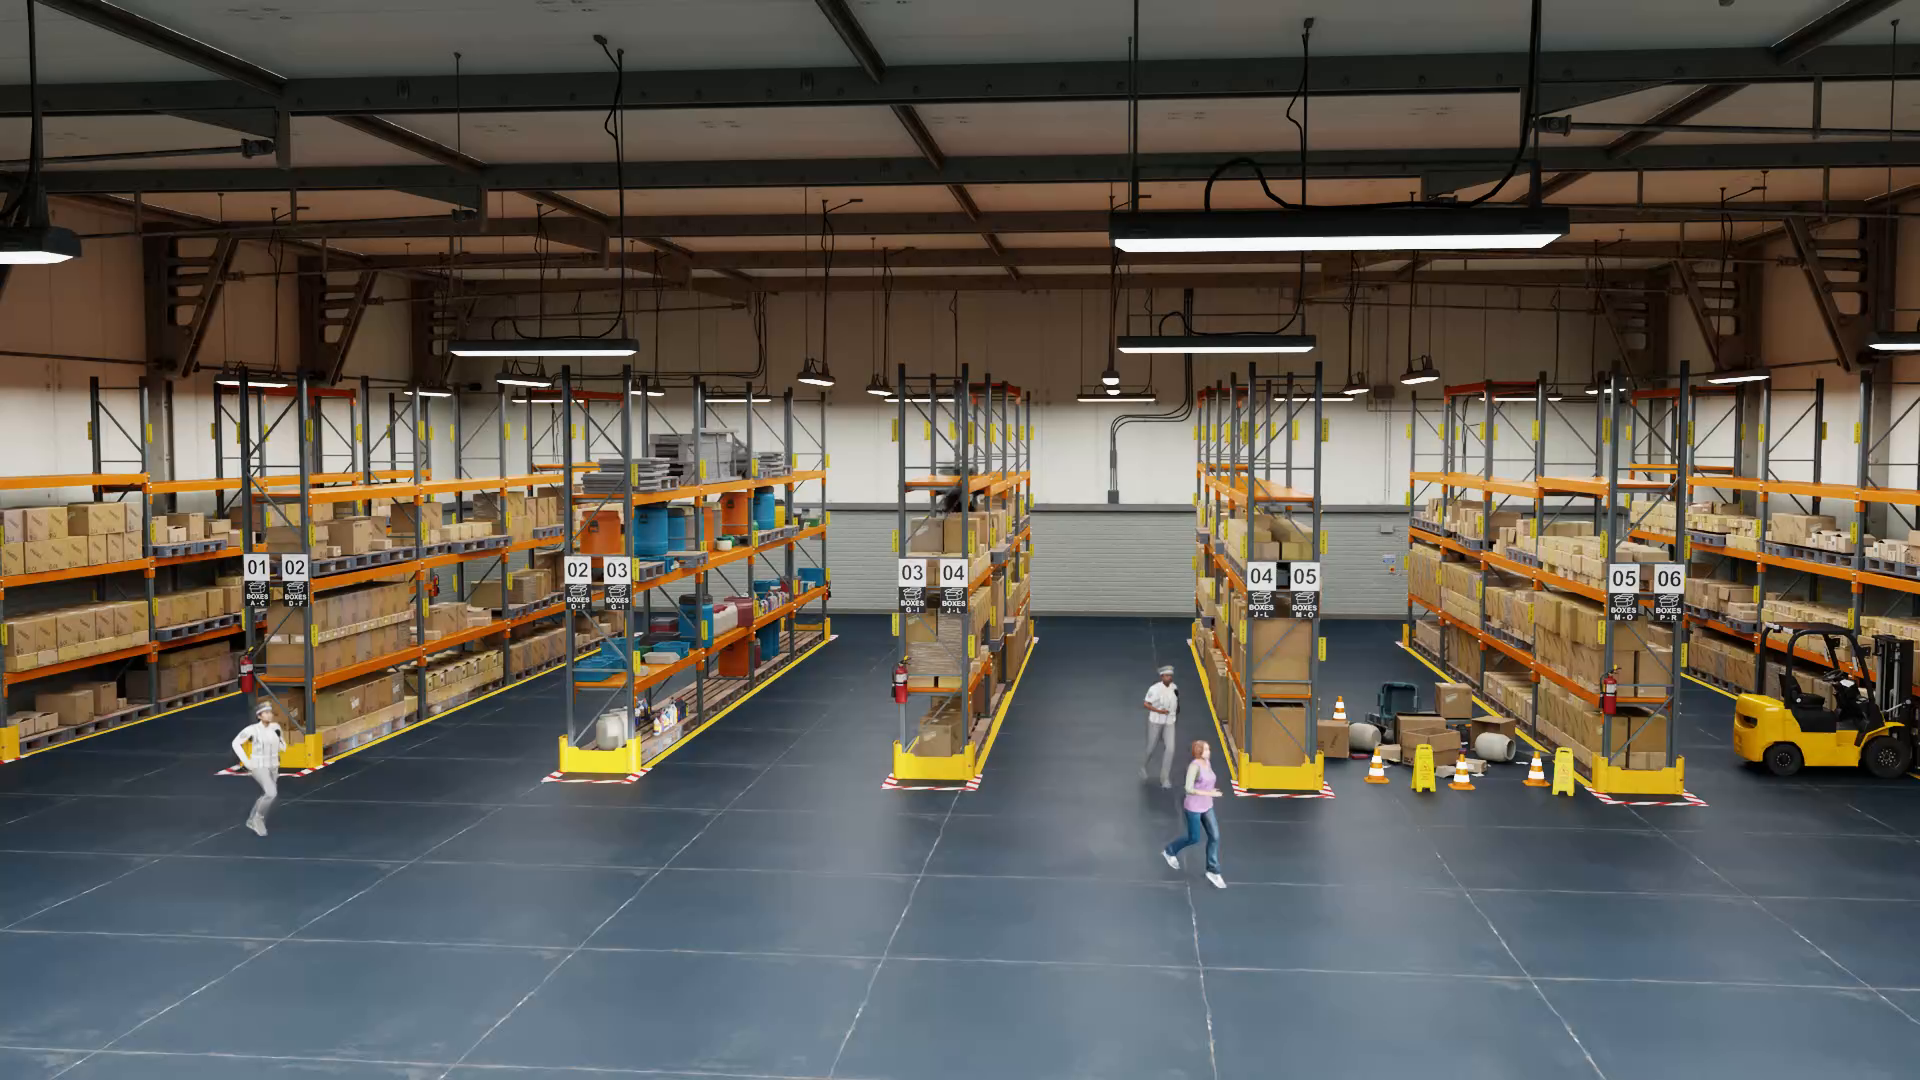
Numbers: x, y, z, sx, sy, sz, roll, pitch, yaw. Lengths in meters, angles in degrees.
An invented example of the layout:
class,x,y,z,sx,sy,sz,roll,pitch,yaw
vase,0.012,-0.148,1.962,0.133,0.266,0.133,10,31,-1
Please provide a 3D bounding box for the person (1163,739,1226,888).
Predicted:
class,x,y,z,sx,sy,sz,roll,pitch,yaw
person,2.620,3.028,18.565,0.826,1.641,0.569,3,5,39

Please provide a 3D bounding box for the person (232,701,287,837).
class,x,y,z,sx,sy,sz,roll,pitch,yaw
person,-8.648,2.837,20.676,0.691,1.670,0.601,2,4,29

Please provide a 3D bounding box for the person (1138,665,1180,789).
class,x,y,z,sx,sy,sz,roll,pitch,yaw
person,2.888,2.642,23.764,0.608,1.741,0.824,-1,4,-18
